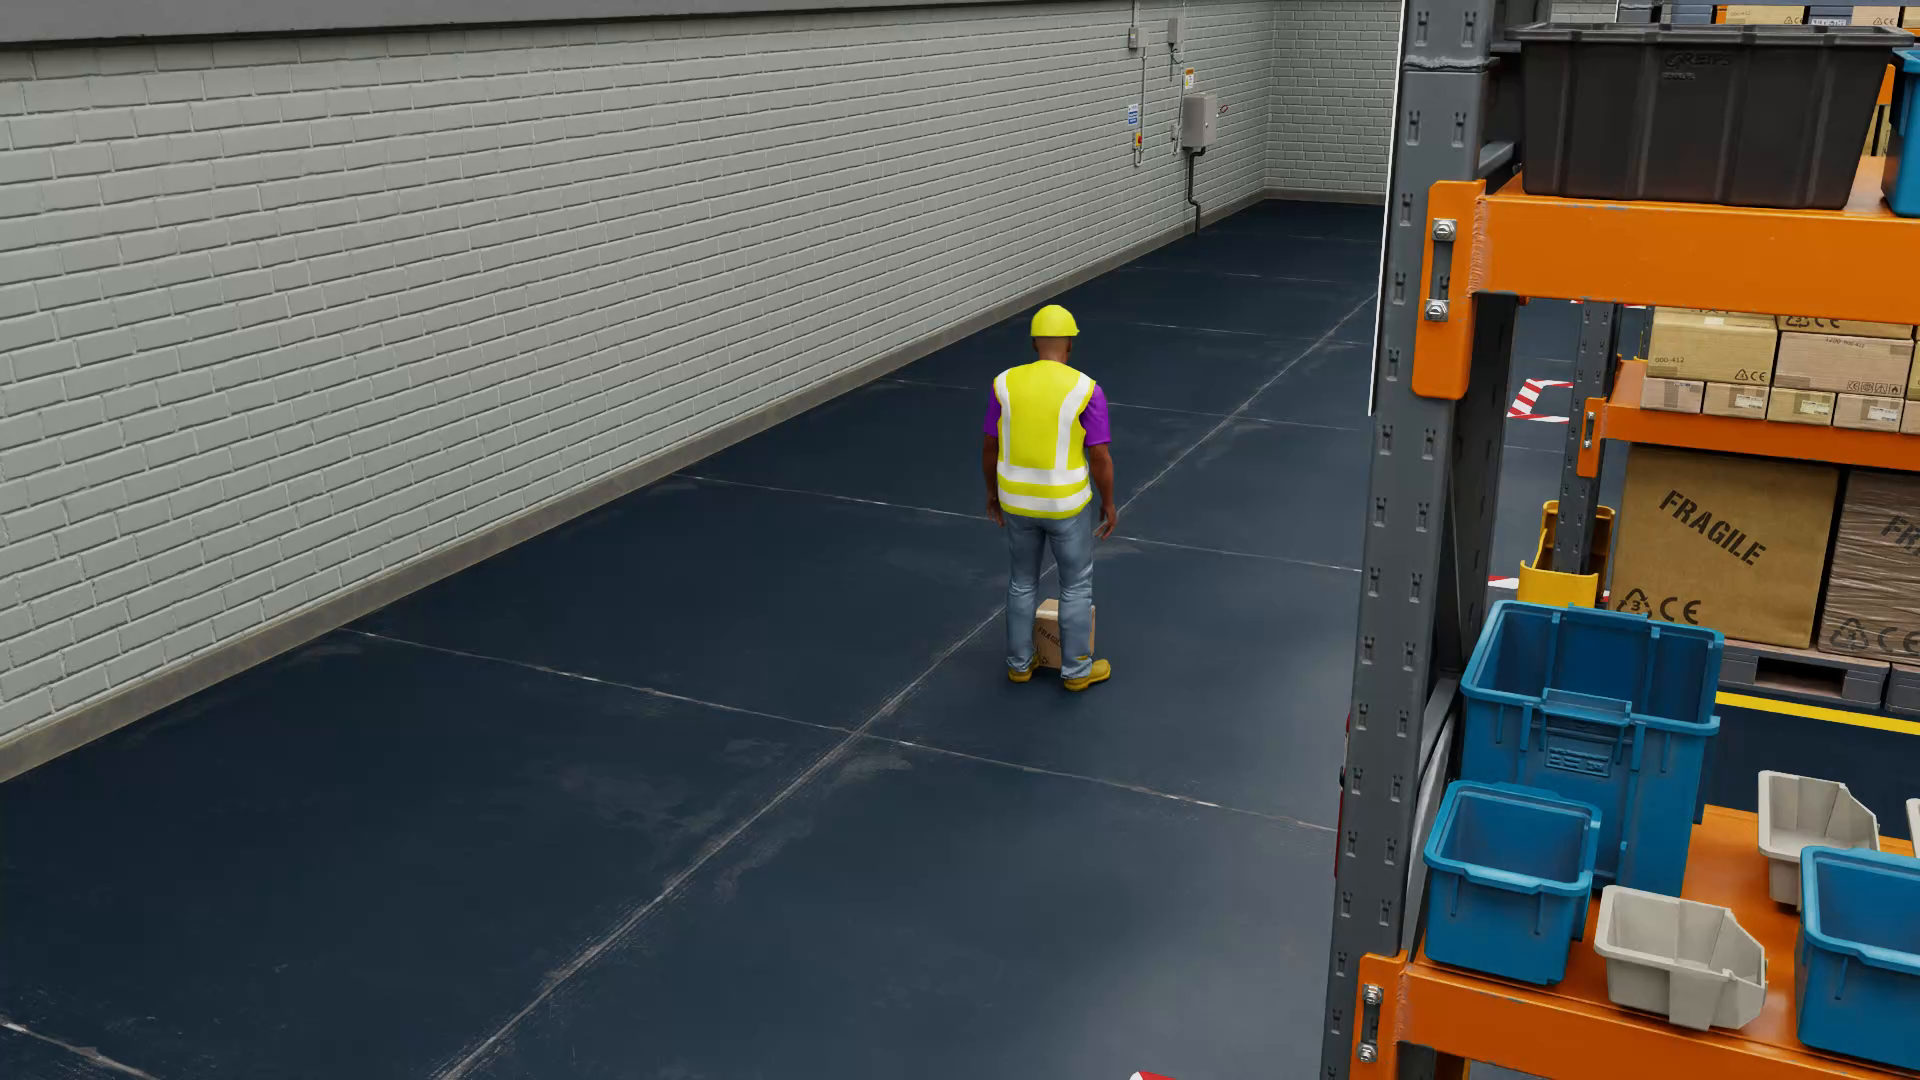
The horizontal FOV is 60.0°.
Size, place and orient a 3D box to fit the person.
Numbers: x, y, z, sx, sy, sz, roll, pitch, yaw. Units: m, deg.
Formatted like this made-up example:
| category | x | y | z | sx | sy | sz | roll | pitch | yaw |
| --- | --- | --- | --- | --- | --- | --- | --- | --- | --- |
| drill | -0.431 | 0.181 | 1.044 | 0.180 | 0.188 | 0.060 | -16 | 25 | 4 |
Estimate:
| category | x | y | z | sx | sy | sz | roll | pitch | yaw |
| --- | --- | --- | --- | --- | --- | --- | --- | --- | --- |
| person | 0.411 | -0.188 | 7.585 | 0.629 | 1.761 | 0.462 | 8 | 21 | 22 |
